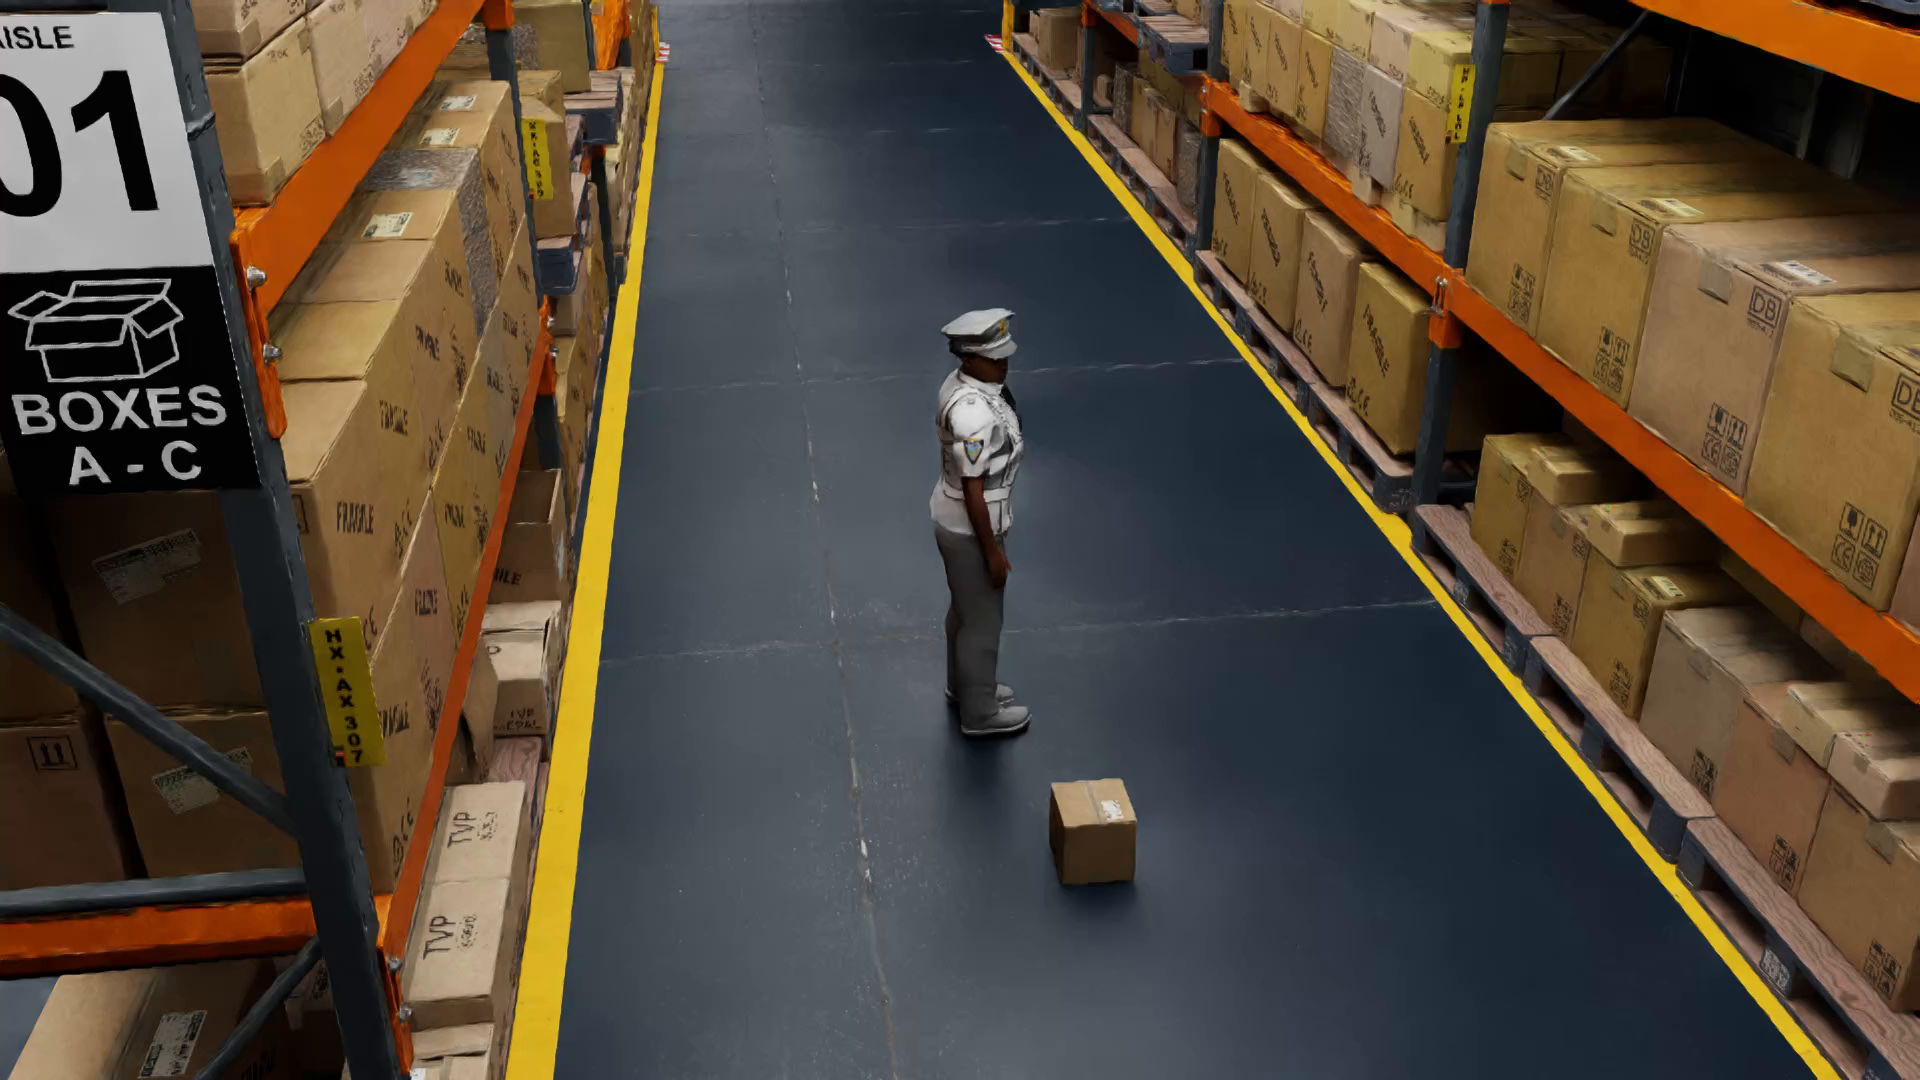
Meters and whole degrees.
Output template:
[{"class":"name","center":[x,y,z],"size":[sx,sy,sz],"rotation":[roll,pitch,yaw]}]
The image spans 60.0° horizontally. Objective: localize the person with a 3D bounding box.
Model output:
[{"class":"person","center":[0.082,-0.039,6.173],"size":[0.388,1.715,0.500],"rotation":[0,27,-1]}]
